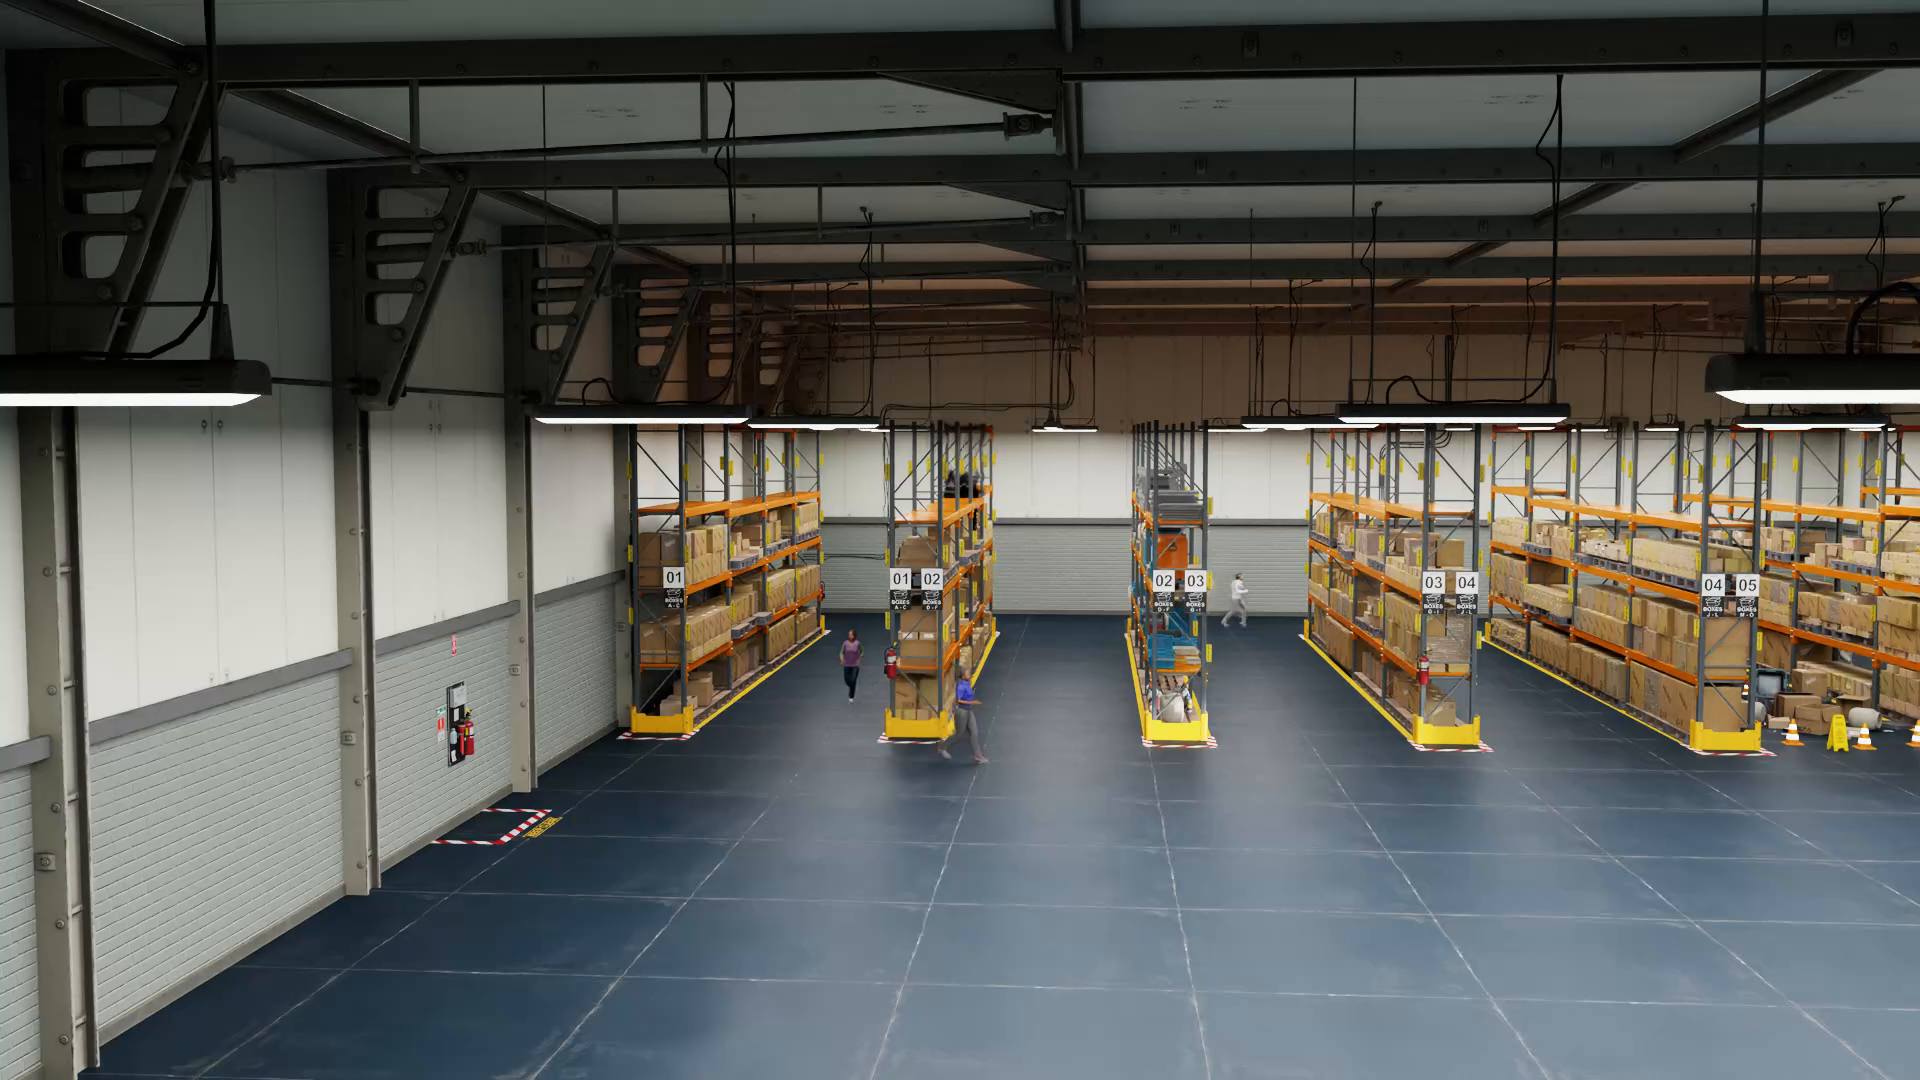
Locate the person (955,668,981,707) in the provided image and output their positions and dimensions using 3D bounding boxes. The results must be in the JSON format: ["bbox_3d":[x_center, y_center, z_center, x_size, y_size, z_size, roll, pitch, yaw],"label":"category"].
[{"bbox_3d":[0.113,2.617,28.884,0.605,0.798,0.584,1,4,21],"label":"person"}]

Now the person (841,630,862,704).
[{"bbox_3d":[-2.316,2.705,35.645,0.506,1.570,0.571,0,4,2],"label":"person"}]

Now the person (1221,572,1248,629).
[{"bbox_3d":[8.116,1.782,49.133,0.800,1.728,0.403,1,4,18],"label":"person"}]

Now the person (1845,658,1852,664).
[{"bbox_3d":[21.349,2.327,40.017,0.707,1.739,0.566,0,4,3],"label":"person"}]
